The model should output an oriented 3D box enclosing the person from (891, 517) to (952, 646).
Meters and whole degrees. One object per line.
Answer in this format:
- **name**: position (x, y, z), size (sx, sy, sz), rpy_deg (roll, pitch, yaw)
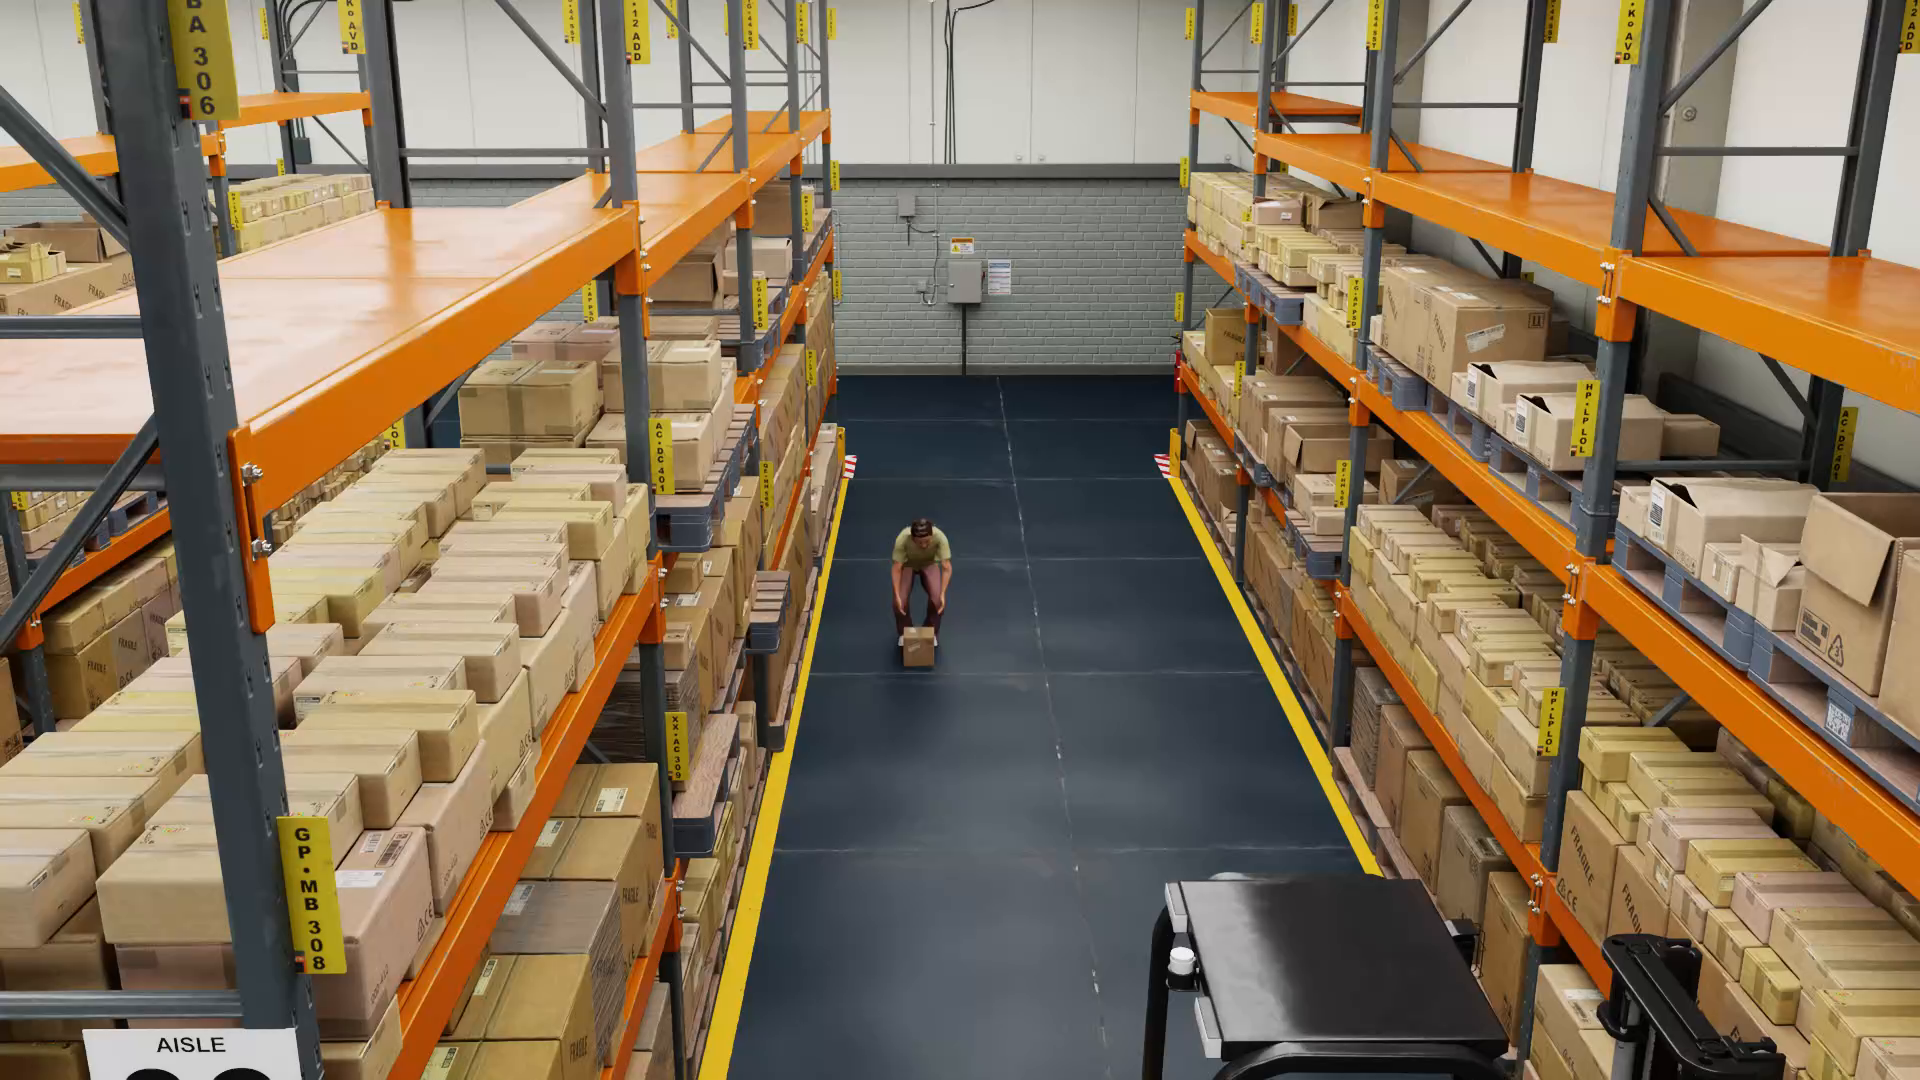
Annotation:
- **person**: position (-0.319, 0.311, 13.874), size (0.506, 1.187, 0.730), rpy_deg (0, 17, -1)
